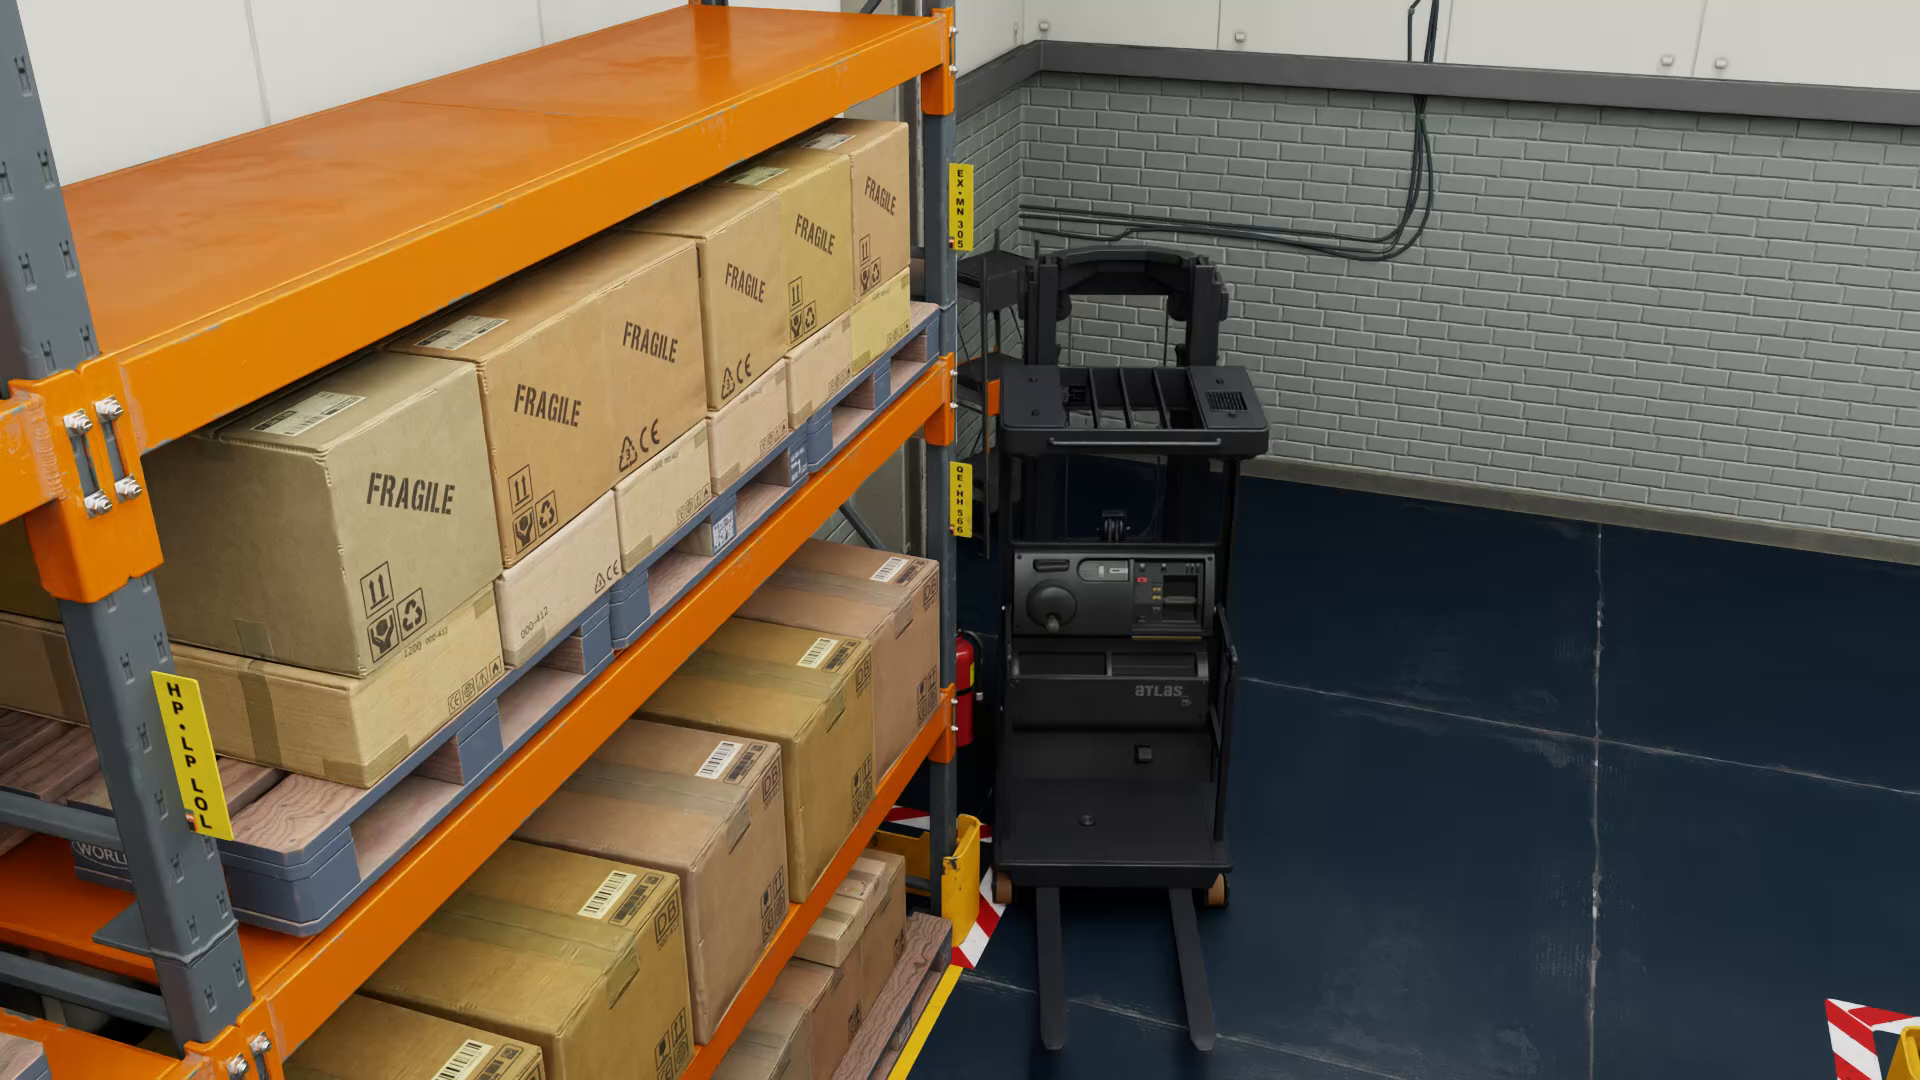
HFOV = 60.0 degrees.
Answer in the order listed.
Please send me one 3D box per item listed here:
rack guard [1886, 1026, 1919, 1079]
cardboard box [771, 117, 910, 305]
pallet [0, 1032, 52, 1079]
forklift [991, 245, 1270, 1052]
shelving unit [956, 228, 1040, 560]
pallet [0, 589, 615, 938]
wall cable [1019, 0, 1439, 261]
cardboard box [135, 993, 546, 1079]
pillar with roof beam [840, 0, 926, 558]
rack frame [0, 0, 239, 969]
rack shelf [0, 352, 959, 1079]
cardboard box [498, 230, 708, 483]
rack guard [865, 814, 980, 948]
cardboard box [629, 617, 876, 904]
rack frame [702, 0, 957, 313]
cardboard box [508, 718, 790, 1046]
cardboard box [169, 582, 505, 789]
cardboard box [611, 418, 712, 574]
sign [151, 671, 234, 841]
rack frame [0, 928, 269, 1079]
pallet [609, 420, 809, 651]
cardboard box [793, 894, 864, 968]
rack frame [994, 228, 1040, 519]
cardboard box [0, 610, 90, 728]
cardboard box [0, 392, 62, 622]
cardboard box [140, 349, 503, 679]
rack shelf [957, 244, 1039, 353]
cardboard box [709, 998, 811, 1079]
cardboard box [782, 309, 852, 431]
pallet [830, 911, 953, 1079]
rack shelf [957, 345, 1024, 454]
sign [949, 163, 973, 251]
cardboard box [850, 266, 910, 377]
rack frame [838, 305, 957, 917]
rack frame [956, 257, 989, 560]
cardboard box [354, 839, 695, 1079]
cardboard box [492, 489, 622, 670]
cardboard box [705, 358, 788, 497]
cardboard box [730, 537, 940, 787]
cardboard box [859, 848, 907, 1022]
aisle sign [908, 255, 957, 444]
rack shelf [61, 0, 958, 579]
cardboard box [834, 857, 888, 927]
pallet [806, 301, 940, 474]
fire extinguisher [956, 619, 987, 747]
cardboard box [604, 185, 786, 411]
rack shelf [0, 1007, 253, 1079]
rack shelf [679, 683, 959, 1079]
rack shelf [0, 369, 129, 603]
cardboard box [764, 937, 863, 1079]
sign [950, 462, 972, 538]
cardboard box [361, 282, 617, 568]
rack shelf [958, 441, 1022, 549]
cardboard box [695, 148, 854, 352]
[{"bbox_3d":[4.141,2.253,6.246,1.175,0.500,0.348,9,27,17],"label":"rack guard"},{"bbox_3d":[-0.492,-1.134,5.646,0.500,0.500,0.500,9,27,17],"label":"cardboard box"},{"bbox_3d":[-2.096,1.144,2.447,0.805,0.209,1.217,8,27,15],"label":"pallet"},{"bbox_3d":[0.714,0.280,7.532,1.130,2.935,3.031,0,26,1],"label":"forklift"},{"bbox_3d":[0.210,-0.947,11.001,0.503,2.100,0.431,-24,35,-37],"label":"shelving unit"},{"bbox_3d":[-1.555,0.379,3.908,1.003,0.211,1.213,9,27,17],"label":"pallet"},{"bbox_3d":[1.713,-3.195,11.309,3.097,2.526,0.112,9,27,17],"label":"wall cable"},{"bbox_3d":[-1.641,1.668,4.242,0.980,0.700,0.700,9,27,18],"label":"cardboard box"},{"bbox_3d":[3.636,-2.931,7.200,9.100,9.000,0.400,9,27,17],"label":"pillar with roof beam"},{"bbox_3d":[-1.837,-0.676,2.544,1.000,3.000,0.127,9,27,17],"label":"rack frame"},{"bbox_3d":[-1.172,0.176,5.052,1.077,0.370,4.000,9,27,17],"label":"rack shelf"},{"bbox_3d":[-1.011,-0.498,4.334,0.500,0.500,0.500,9,27,18],"label":"cardboard box"},{"bbox_3d":[-0.498,1.495,7.812,1.175,0.500,0.348,9,27,17],"label":"rack guard"},{"bbox_3d":[-0.898,0.757,6.124,0.980,0.700,0.700,9,27,17],"label":"cardboard box"},{"bbox_3d":[-0.506,-2.320,5.939,1.000,3.000,0.127,9,27,17],"label":"rack frame"},{"bbox_3d":[-1.160,1.069,5.480,0.980,0.700,0.700,7,27,15],"label":"cardboard box"},{"bbox_3d":[-1.359,0.262,3.625,0.500,0.250,0.500,9,27,17],"label":"cardboard box"},{"bbox_3d":[-1.012,-0.158,4.491,0.500,0.250,0.500,8,27,16],"label":"cardboard box"},{"bbox_3d":[-1.322,0.374,2.862,0.100,0.325,0.005,9,27,17],"label":"sign"},{"bbox_3d":[-1.837,2.024,3.851,1.000,3.000,0.127,9,27,17],"label":"rack frame"},{"bbox_3d":[-1.147,-0.121,4.940,1.003,0.211,1.213,9,27,17],"label":"pallet"},{"bbox_3d":[-0.600,1.511,6.554,0.380,0.149,0.250,9,27,19],"label":"cardboard box"},{"bbox_3d":[0.387,-1.028,11.149,0.015,2.100,0.400,-24,35,-37],"label":"rack frame"},{"bbox_3d":[-1.831,0.192,3.768,0.500,0.250,0.500,9,27,18],"label":"cardboard box"},{"bbox_3d":[-1.825,-0.151,3.616,0.500,0.500,0.500,9,27,17],"label":"cardboard box"},{"bbox_3d":[-1.335,-0.083,3.475,0.500,0.500,0.500,8,27,17],"label":"cardboard box"},{"bbox_3d":[0.197,-1.557,10.686,0.480,0.518,0.431,-24,35,-37],"label":"rack shelf"},{"bbox_3d":[-0.978,2.031,6.224,0.700,0.500,0.500,8,27,16],"label":"cardboard box"},{"bbox_3d":[-0.672,-0.583,5.369,0.500,0.250,0.500,8,27,15],"label":"cardboard box"},{"bbox_3d":[-0.698,1.975,7.152,1.003,0.211,1.213,9,27,17],"label":"pallet"},{"bbox_3d":[0.210,-0.935,11.007,0.480,0.518,0.431,-24,35,-37],"label":"rack shelf"},{"bbox_3d":[0.001,-1.248,6.243,0.100,0.325,0.005,9,27,17],"label":"sign"},{"bbox_3d":[-0.499,-0.797,5.811,0.500,0.250,0.500,10,27,19],"label":"cardboard box"},{"bbox_3d":[-0.506,0.380,7.246,1.000,3.000,0.127,9,27,17],"label":"rack frame"},{"bbox_3d":[0.034,-0.867,10.853,0.015,2.100,0.400,-24,35,-37],"label":"rack frame"},{"bbox_3d":[-1.393,1.369,4.860,0.980,0.700,0.700,8,27,16],"label":"cardboard box"},{"bbox_3d":[-1.176,0.054,4.053,0.500,0.250,0.500,8,27,16],"label":"cardboard box"},{"bbox_3d":[-0.840,-0.368,4.926,0.500,0.250,0.500,8,27,16],"label":"cardboard box"},{"bbox_3d":[-0.666,0.456,6.745,0.980,0.700,0.700,10,28,20],"label":"cardboard box"},{"bbox_3d":[-0.645,1.618,7.076,0.700,0.500,0.500,9,27,17],"label":"cardboard box"},{"bbox_3d":[-0.199,-0.776,6.651,0.394,0.787,0.004,9,27,17],"label":"aisle sign"},{"bbox_3d":[-1.172,-0.994,4.486,1.077,0.370,4.000,9,27,17],"label":"rack shelf"},{"bbox_3d":[-0.516,1.406,6.771,0.380,0.149,0.250,8,27,17],"label":"cardboard box"},{"bbox_3d":[-0.743,-0.624,5.979,1.003,0.211,1.213,9,27,17],"label":"pallet"},{"bbox_3d":[-0.021,0.588,7.334,0.296,0.674,0.183,9,27,17],"label":"fire extinguisher"},{"bbox_3d":[-0.835,-0.714,4.779,0.500,0.500,0.500,8,27,15],"label":"cardboard box"},{"bbox_3d":[-2.503,1.819,1.657,1.077,0.370,4.000,9,27,17],"label":"rack shelf"},{"bbox_3d":[-1.172,1.526,5.706,1.077,0.370,4.000,9,27,17],"label":"rack shelf"},{"bbox_3d":[-2.503,0.649,1.091,1.077,0.370,4.000,9,27,17],"label":"rack shelf"},{"bbox_3d":[-0.811,1.824,6.651,0.700,0.500,0.500,9,27,17],"label":"cardboard box"},{"bbox_3d":[0.001,-0.163,6.768,0.100,0.325,0.005,9,27,17],"label":"sign"},{"bbox_3d":[-1.170,-0.295,3.913,0.500,0.500,0.500,8,27,16],"label":"cardboard box"},{"bbox_3d":[0.224,-0.313,11.328,0.480,0.518,0.431,-24,35,-37],"label":"rack shelf"},{"bbox_3d":[-0.669,-0.930,5.224,0.500,0.500,0.500,10,27,19],"label":"cardboard box"}]
